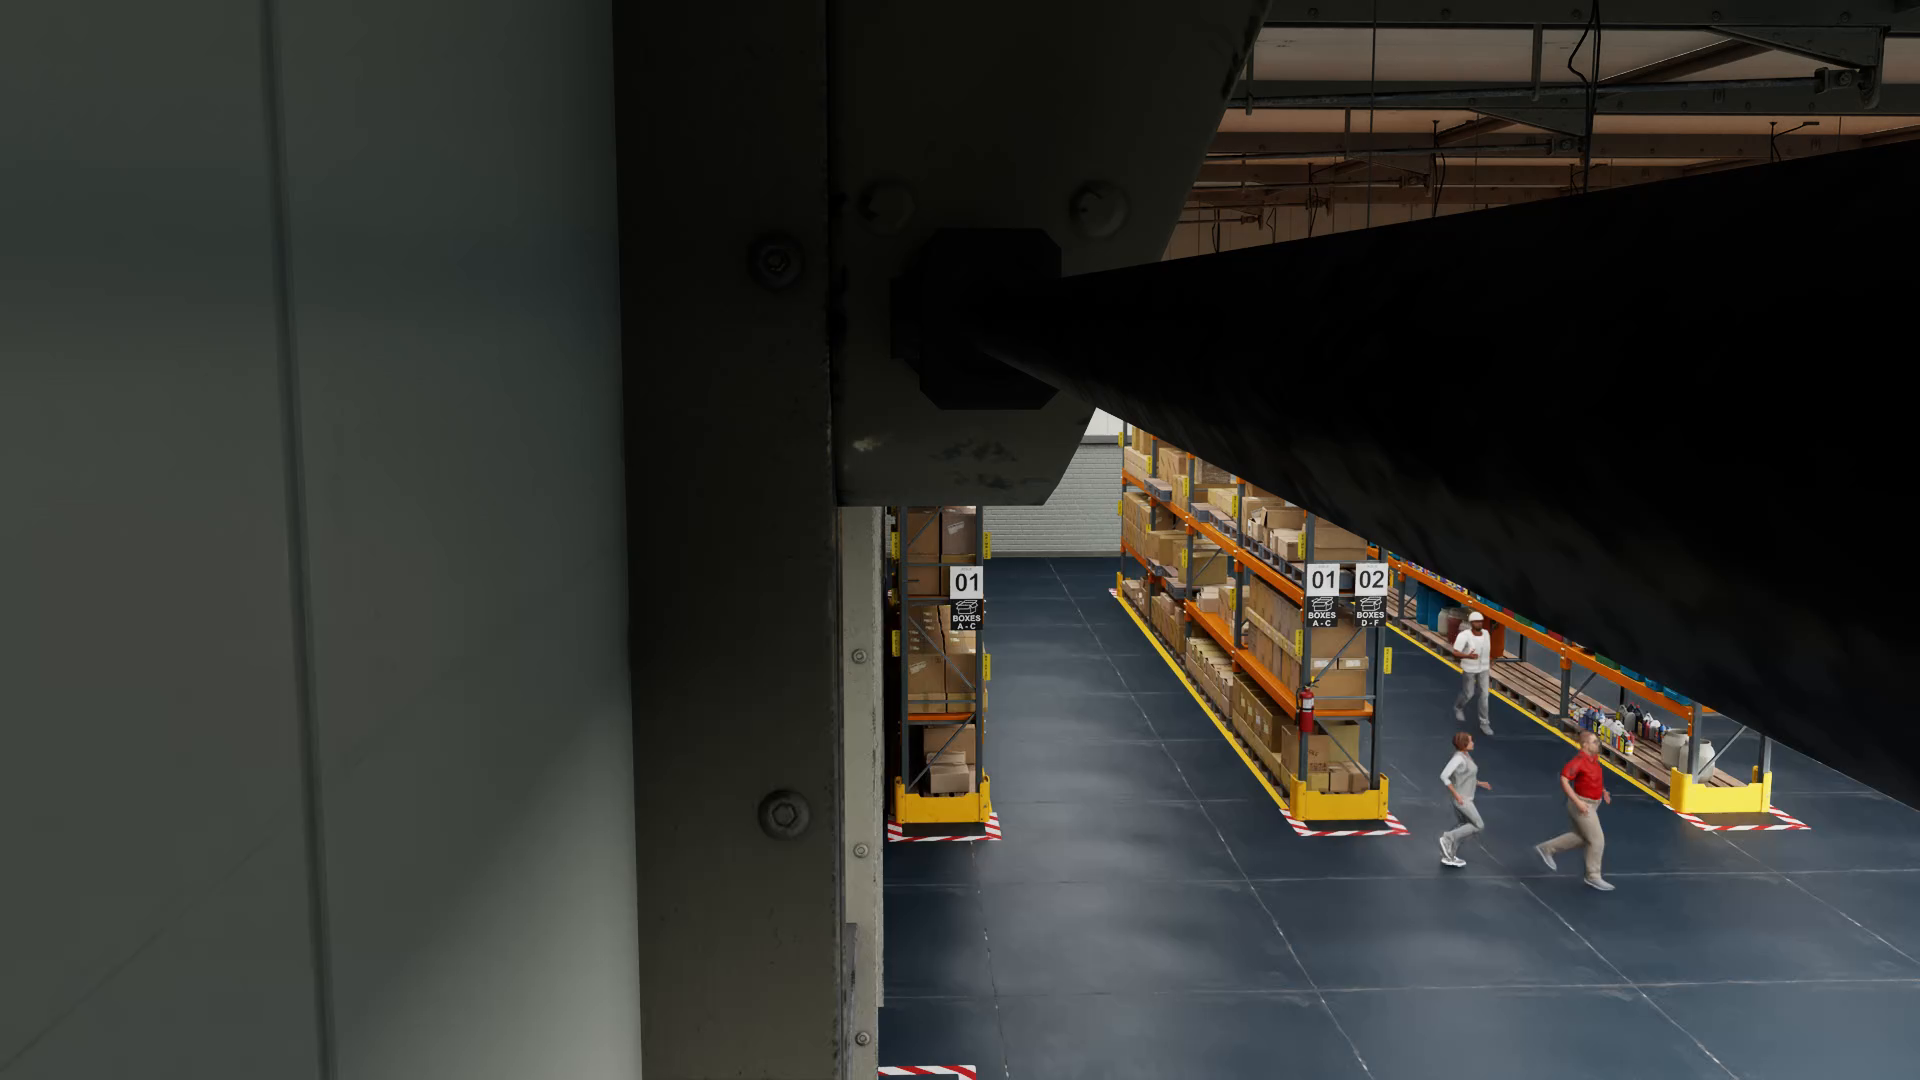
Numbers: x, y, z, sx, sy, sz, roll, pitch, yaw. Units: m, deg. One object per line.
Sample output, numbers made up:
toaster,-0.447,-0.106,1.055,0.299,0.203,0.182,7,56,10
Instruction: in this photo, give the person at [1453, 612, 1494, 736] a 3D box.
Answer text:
person,7.686,1.948,24.843,0.695,1.771,0.962,-1,8,-10

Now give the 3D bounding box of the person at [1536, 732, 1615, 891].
person,6.797,2.944,18.289,0.868,1.730,0.675,4,9,29

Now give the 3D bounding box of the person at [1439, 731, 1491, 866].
person,5.717,2.933,18.782,0.530,1.556,0.524,4,9,24
